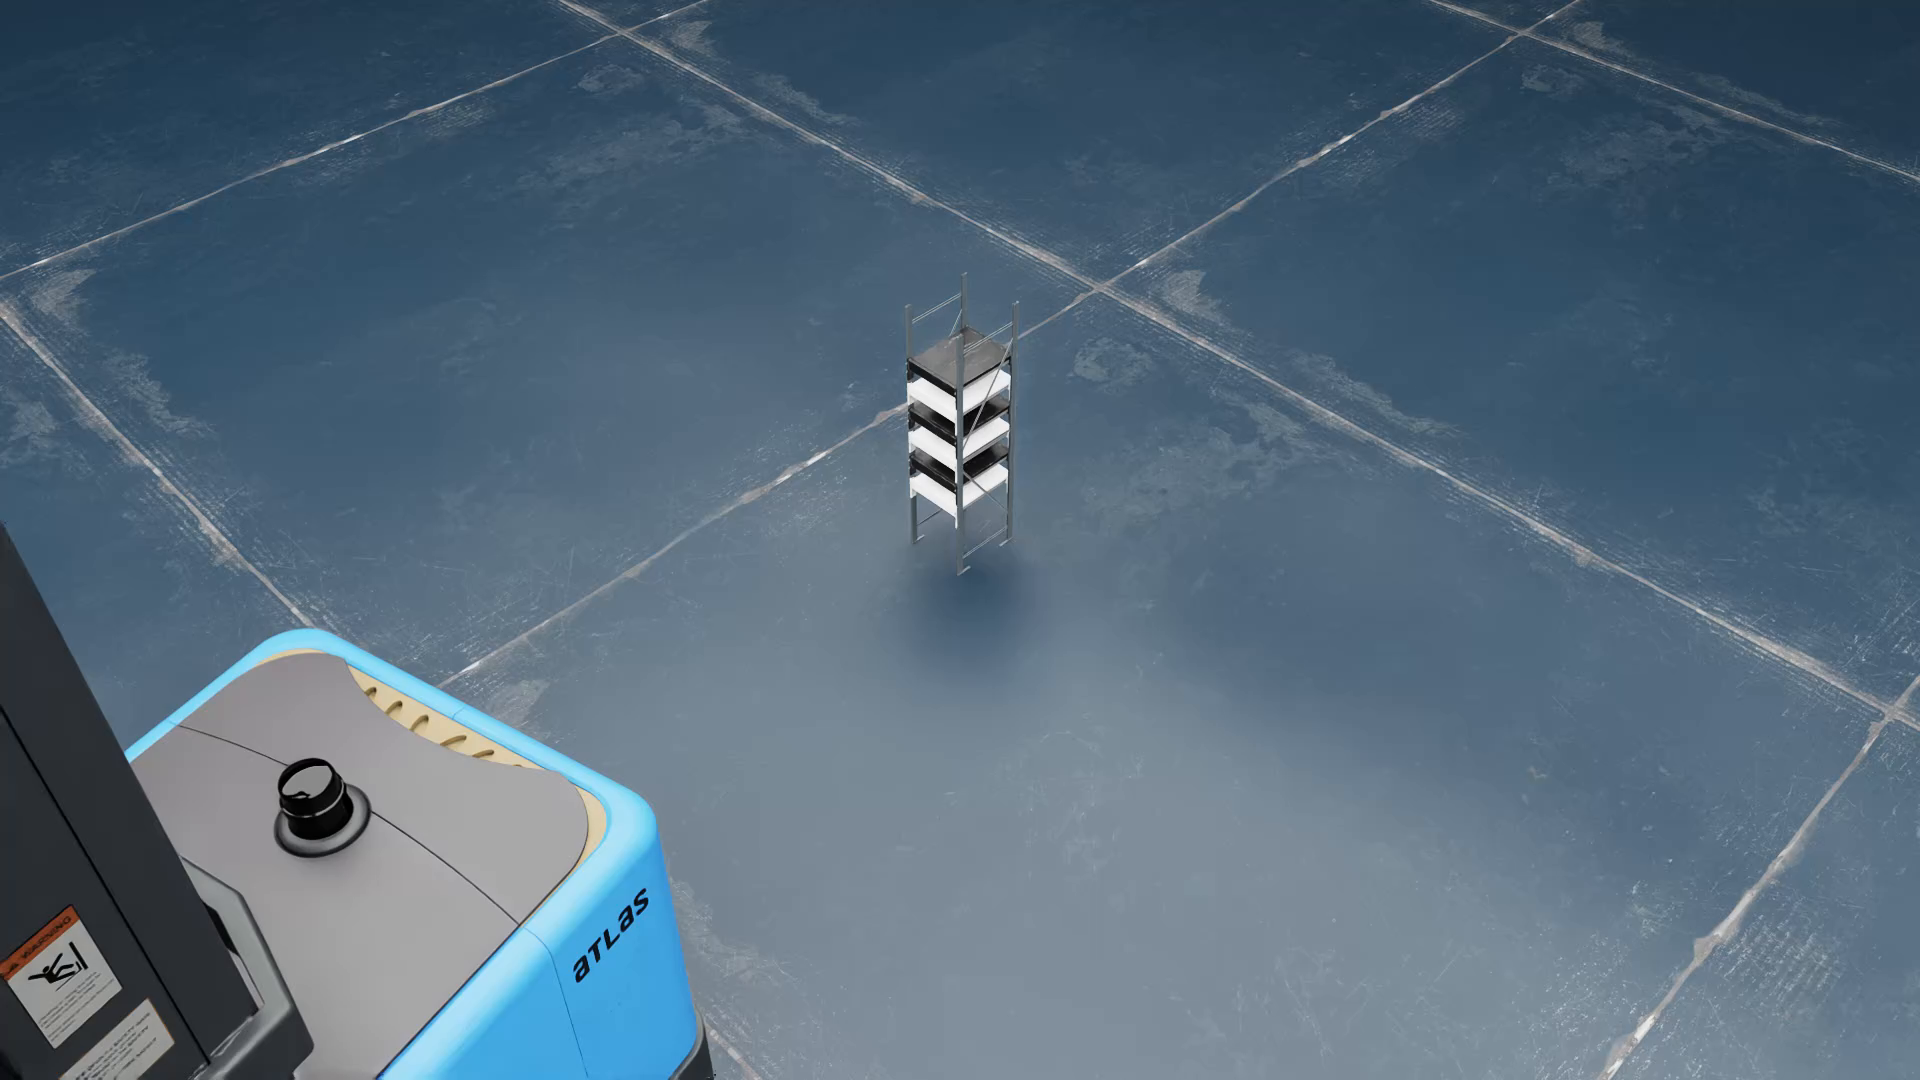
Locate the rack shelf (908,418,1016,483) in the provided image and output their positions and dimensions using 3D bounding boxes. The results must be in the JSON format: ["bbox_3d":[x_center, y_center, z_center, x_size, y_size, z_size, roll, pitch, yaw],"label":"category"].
[{"bbox_3d":[0.006,-0.302,4.963,0.258,0.077,0.200,-34,53,-31],"label":"rack shelf"}]

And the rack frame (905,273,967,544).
[{"bbox_3d":[-0.066,-0.375,4.993,0.240,0.900,0.006,-34,53,-31],"label":"rack frame"}]

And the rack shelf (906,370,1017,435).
[{"bbox_3d":[0.006,-0.434,4.841,0.258,0.077,0.200,-34,53,-31],"label":"rack shelf"}]

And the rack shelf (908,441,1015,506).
[{"bbox_3d":[0.006,-0.236,5.024,0.258,0.077,0.200,-34,53,-31],"label":"rack shelf"}]

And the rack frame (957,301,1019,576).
[{"bbox_3d":[0.078,-0.278,4.888,0.240,0.900,0.006,-34,53,-31],"label":"rack frame"}]

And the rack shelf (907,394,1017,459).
[{"bbox_3d":[0.006,-0.368,4.902,0.258,0.077,0.200,-34,53,-31],"label":"rack shelf"}]

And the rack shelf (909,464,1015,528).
[{"bbox_3d":[0.006,-0.170,5.085,0.258,0.077,0.200,-34,53,-31],"label":"rack shelf"}]

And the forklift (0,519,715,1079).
[{"bbox_3d":[-1.751,0.899,2.117,1.130,2.935,3.031,22,47,22],"label":"forklift"}]

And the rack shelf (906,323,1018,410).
[{"bbox_3d":[0.006,-0.500,4.780,0.258,0.077,0.200,-34,53,-31],"label":"rack shelf"}]

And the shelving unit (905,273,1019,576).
[{"bbox_3d":[0.006,-0.327,4.940,0.258,0.900,0.210,-34,53,-31],"label":"shelving unit"}]
